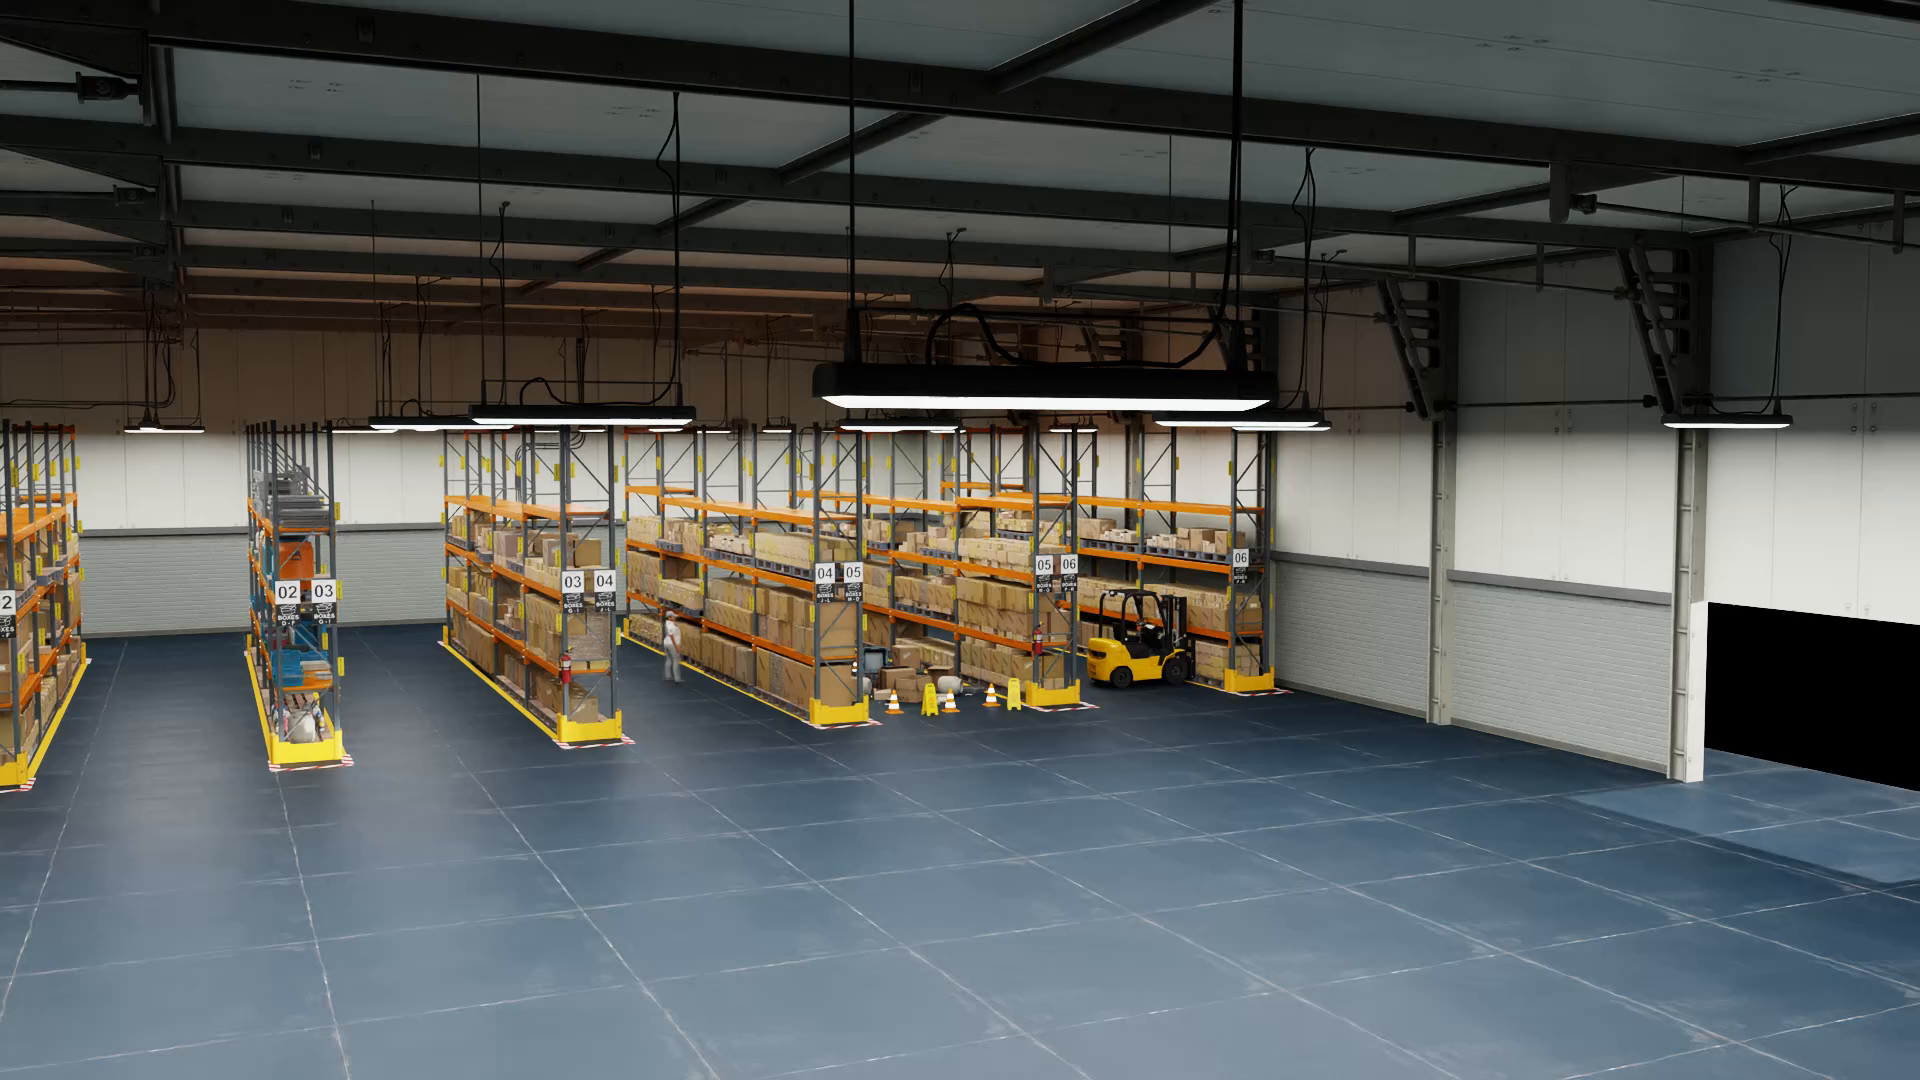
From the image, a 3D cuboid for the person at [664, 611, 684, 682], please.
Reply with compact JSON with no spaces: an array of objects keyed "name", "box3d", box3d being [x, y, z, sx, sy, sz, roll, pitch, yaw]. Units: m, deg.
[{"name":"person","box3d":[-6.668,2.474,38.728,0.423,1.657,0.592,-2,4,-31]}]
